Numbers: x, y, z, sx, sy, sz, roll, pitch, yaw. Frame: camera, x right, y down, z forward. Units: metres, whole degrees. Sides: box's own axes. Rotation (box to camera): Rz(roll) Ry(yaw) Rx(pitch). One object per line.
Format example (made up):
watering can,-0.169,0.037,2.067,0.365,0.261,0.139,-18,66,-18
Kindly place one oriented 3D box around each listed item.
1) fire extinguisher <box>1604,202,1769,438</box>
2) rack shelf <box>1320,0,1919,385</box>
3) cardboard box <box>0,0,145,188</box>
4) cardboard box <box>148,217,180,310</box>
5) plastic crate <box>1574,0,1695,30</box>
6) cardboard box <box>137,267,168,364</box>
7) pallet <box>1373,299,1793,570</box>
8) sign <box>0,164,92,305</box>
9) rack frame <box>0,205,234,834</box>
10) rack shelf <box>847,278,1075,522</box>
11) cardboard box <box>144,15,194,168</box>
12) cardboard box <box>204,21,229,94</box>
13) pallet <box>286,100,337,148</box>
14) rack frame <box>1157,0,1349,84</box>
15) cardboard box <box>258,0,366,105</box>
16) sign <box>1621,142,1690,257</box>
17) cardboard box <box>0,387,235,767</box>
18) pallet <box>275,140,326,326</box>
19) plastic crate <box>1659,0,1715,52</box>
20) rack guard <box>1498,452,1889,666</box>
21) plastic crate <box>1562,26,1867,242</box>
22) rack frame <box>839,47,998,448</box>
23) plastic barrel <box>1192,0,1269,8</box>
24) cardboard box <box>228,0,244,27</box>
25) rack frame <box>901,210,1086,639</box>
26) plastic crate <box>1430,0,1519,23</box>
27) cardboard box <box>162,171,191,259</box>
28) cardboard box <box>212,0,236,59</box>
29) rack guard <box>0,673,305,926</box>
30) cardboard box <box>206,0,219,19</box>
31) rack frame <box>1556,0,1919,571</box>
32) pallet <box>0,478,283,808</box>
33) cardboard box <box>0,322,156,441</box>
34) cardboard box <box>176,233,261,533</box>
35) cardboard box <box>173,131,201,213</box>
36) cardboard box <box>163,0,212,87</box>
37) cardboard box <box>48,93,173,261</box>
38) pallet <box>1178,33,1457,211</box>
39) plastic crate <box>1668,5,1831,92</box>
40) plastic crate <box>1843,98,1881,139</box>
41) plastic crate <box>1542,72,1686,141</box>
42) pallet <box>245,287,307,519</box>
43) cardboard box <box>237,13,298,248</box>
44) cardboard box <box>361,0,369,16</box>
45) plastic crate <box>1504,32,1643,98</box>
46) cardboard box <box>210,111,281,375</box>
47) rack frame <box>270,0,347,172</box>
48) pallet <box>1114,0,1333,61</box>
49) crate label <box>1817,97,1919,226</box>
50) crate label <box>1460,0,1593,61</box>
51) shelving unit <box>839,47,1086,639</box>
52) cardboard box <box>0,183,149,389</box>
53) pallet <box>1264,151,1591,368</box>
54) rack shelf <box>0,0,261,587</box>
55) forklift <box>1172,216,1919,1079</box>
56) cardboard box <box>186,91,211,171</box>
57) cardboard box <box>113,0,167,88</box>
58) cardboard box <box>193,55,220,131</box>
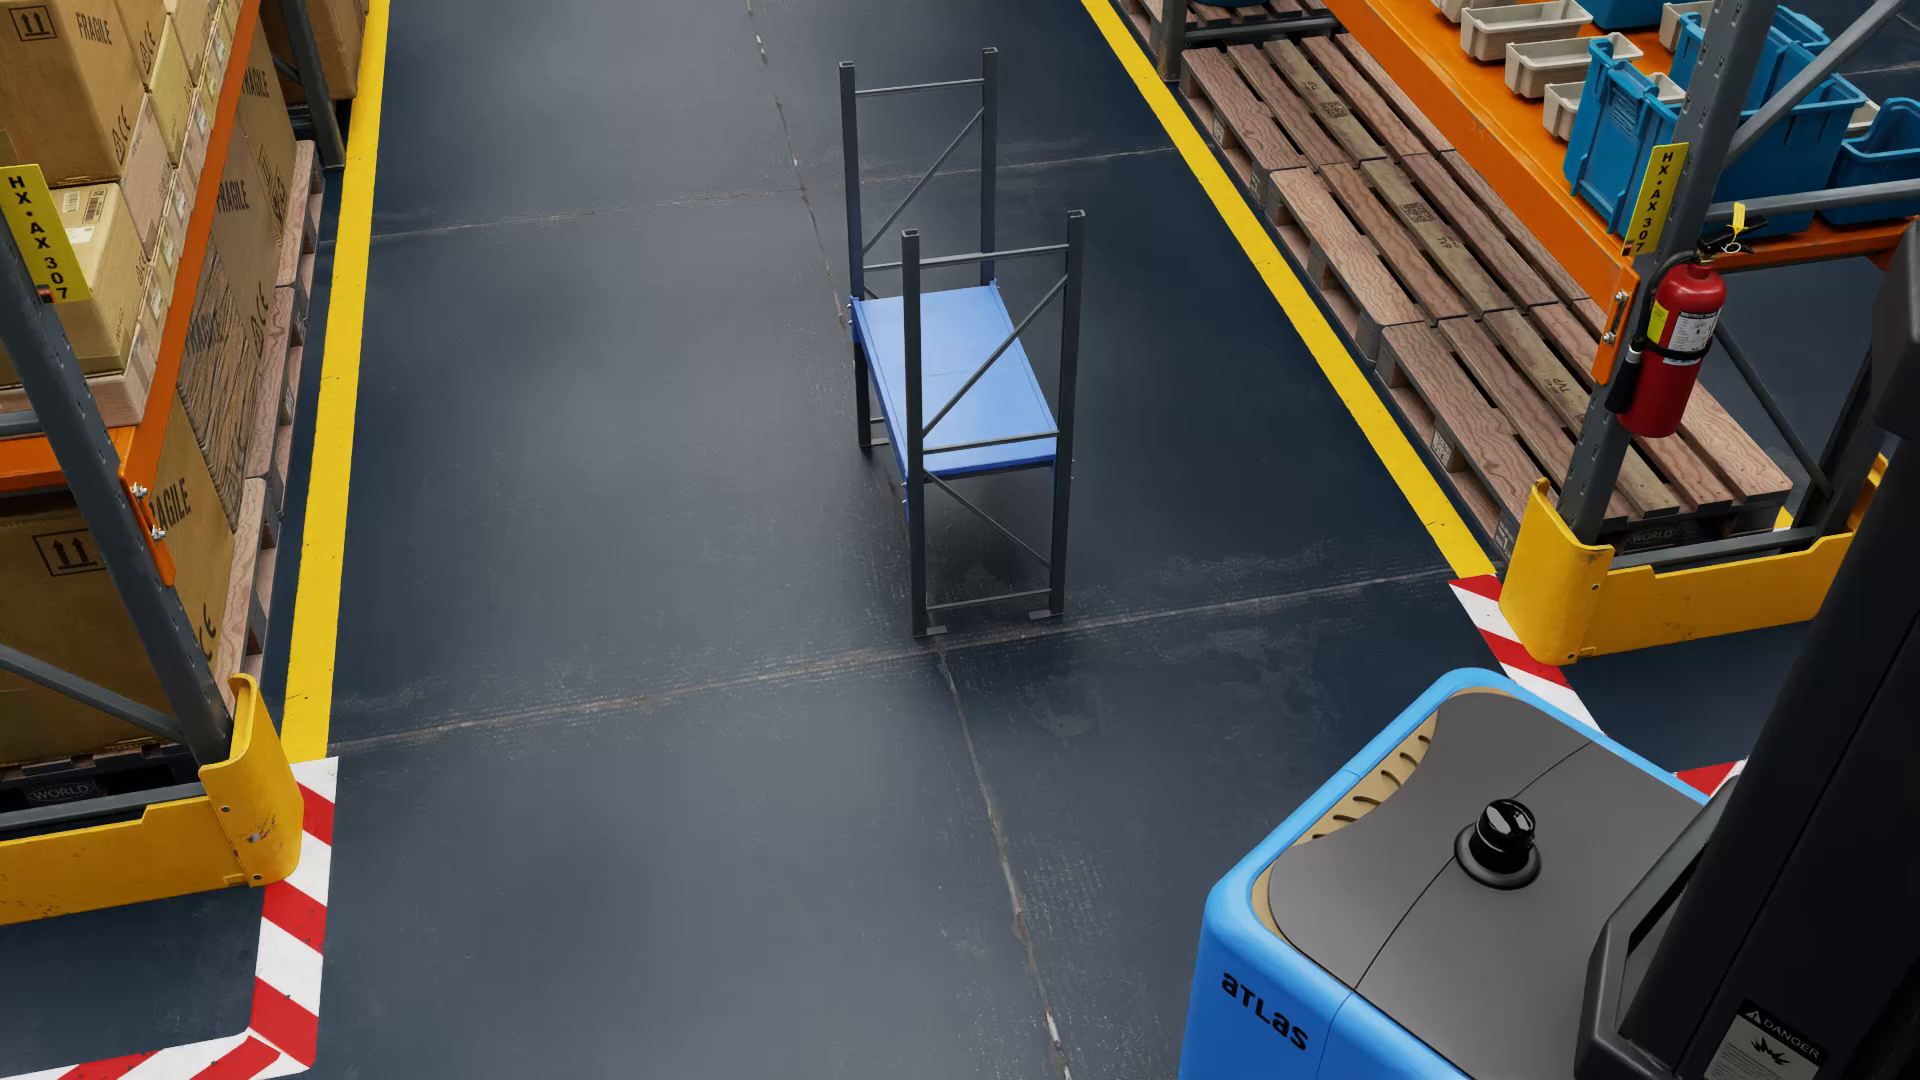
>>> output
fire extinguisher,1.948,-0.589,4.493,0.296,0.674,0.183,-8,42,-9
rack shelf,1.927,-1.947,6.226,1.077,0.370,4.000,-8,42,-9
cardboard box,-2.425,-1.220,4.189,0.500,0.500,0.500,-9,42,-10
cardboard box,-2.344,-0.726,4.497,0.380,0.149,0.250,-9,42,-10
plastic crate,2.343,-1.941,5.758,0.416,0.233,0.300,-8,42,-9
cardboard box,-2.288,-0.560,4.310,0.380,0.149,0.250,-9,42,-10
pallet,2.219,-0.417,6.061,1.003,0.211,1.213,-8,42,-9
sign,-1.934,-0.639,3.499,0.100,0.325,0.005,-8,42,-9
rack frame,-2.477,-0.210,3.727,1.000,3.000,0.127,-8,42,-9
rack shelf,-0.018,-0.482,5.434,0.538,0.185,1.000,-8,42,-9
cardboard box,-2.541,-1.278,4.819,0.500,0.250,0.500,-10,43,-11
cardboard box,-2.623,-1.560,5.438,0.380,0.149,0.250,-8,42,-9
pallet,-3.581,-2.250,8.125,1.003,0.211,1.213,-8,42,-9
rack frame,1.496,-3.513,7.448,1.000,3.000,0.127,-8,42,-9
cardboard box,-3.498,-2.578,7.678,1.225,0.875,0.875,-8,42,-9
sign,1.825,-0.892,4.372,0.100,0.325,0.005,-8,42,-9
cardboard box,-2.693,0.024,4.748,0.875,0.875,0.875,-8,42,-9
pallet,-3.253,-1.256,7.006,1.003,0.211,1.213,-8,42,-9
plastic crate,2.492,-1.711,5.571,0.250,0.136,0.298,-8,42,-9
rack guard,2.377,0.028,5.341,1.175,0.500,0.348,-8,42,-9
plastic crate,2.104,-1.146,4.710,0.616,0.435,0.499,-8,42,-9
rack frame,-0.128,-0.946,5.686,0.500,1.500,0.032,-8,42,-9
plastic barrel,1.395,-3.240,8.405,0.600,0.901,0.708,-8,42,-9
cardboard box,-2.732,-1.892,5.811,0.380,0.149,0.250,-8,42,-8
rack frame,0.091,-0.287,4.943,0.500,1.500,0.032,-8,42,-9
plastic crate,1.792,-1.903,5.787,0.298,0.136,0.250,-8,42,-9
cardboard box,-2.401,-0.895,4.688,0.380,0.149,0.250,-9,42,-10
cardboard box,-2.677,-1.726,5.624,0.380,0.149,0.250,-9,42,-10
rack guard,-2.472,0.740,4.540,1.175,0.500,0.348,-8,42,-9
cardboard box,-2.765,-1.944,5.569,0.500,0.250,0.500,-8,42,-8
rack frame,2.359,-0.920,4.527,1.000,3.000,0.127,-8,42,-9
pallet,-2.726,0.325,5.224,1.003,0.211,1.213,-8,42,-9
cardboard box,-2.232,-0.394,4.123,0.380,0.149,0.250,-8,42,-9
cardboard box,-2.890,-0.566,5.412,0.875,0.875,0.875,-8,42,-9
cardboard box,-2.455,-1.060,4.873,0.380,0.149,0.250,-9,42,-10
cardboard box,-2.658,-1.615,5.199,0.500,0.250,0.500,-9,42,-10
cardboard box,-2.436,-0.951,4.451,0.500,0.250,0.500,-9,42,-10
pallet,1.692,-1.999,7.843,1.003,0.211,1.213,-8,42,-9
plastic crate,2.485,-1.514,5.277,0.416,0.233,0.300,-8,42,-9
plastic crate,2.639,-1.271,5.076,0.250,0.136,0.298,-8,42,-9
plastic crate,2.006,-1.347,5.161,0.396,0.136,0.243,-8,42,-9
pallet,-2.986,-0.464,6.114,1.003,0.211,1.213,-8,42,-9
cardboard box,-3.276,-1.726,6.719,0.875,0.875,0.875,-8,42,-9
cardboard box,-3.692,-3.157,8.331,1.225,0.875,0.875,-10,43,-11
plastic crate,1.958,-1.537,5.375,0.396,0.136,0.243,-8,42,-9
cardboard box,-3.082,-1.143,6.062,0.875,0.875,0.875,-8,42,-9
rack frame,-3.341,-2.803,6.648,1.000,3.000,0.127,-8,42,-9
pallet,1.370,-2.976,8.944,1.003,0.211,1.213,-8,42,-9
crate label,2.627,-1.087,4.796,0.416,0.233,0.303,-8,42,-9
crate label,1.874,-1.714,5.574,0.396,0.136,0.243,-8,42,-9
shelving unit,-0.018,-0.616,5.314,0.538,1.500,1.048,-8,42,-9
cardboard box,-2.317,-0.615,4.073,0.500,0.250,0.500,-9,42,-10
pallet,1.959,-1.207,6.950,1.003,0.211,1.213,-8,42,-9
rack shelf,-2.909,-1.238,5.427,1.077,0.370,4.000,-8,42,-9
forklift,1.874,0.895,2.534,1.130,2.935,3.031,-33,51,-32
cardboard box,-2.511,-1.227,5.062,0.380,0.149,0.250,-9,42,-10
cardboard box,-2.543,-1.555,4.566,0.500,0.500,0.500,-9,42,-10
cardboard box,-2.565,-1.391,5.246,0.380,0.149,0.250,-9,42,-10
